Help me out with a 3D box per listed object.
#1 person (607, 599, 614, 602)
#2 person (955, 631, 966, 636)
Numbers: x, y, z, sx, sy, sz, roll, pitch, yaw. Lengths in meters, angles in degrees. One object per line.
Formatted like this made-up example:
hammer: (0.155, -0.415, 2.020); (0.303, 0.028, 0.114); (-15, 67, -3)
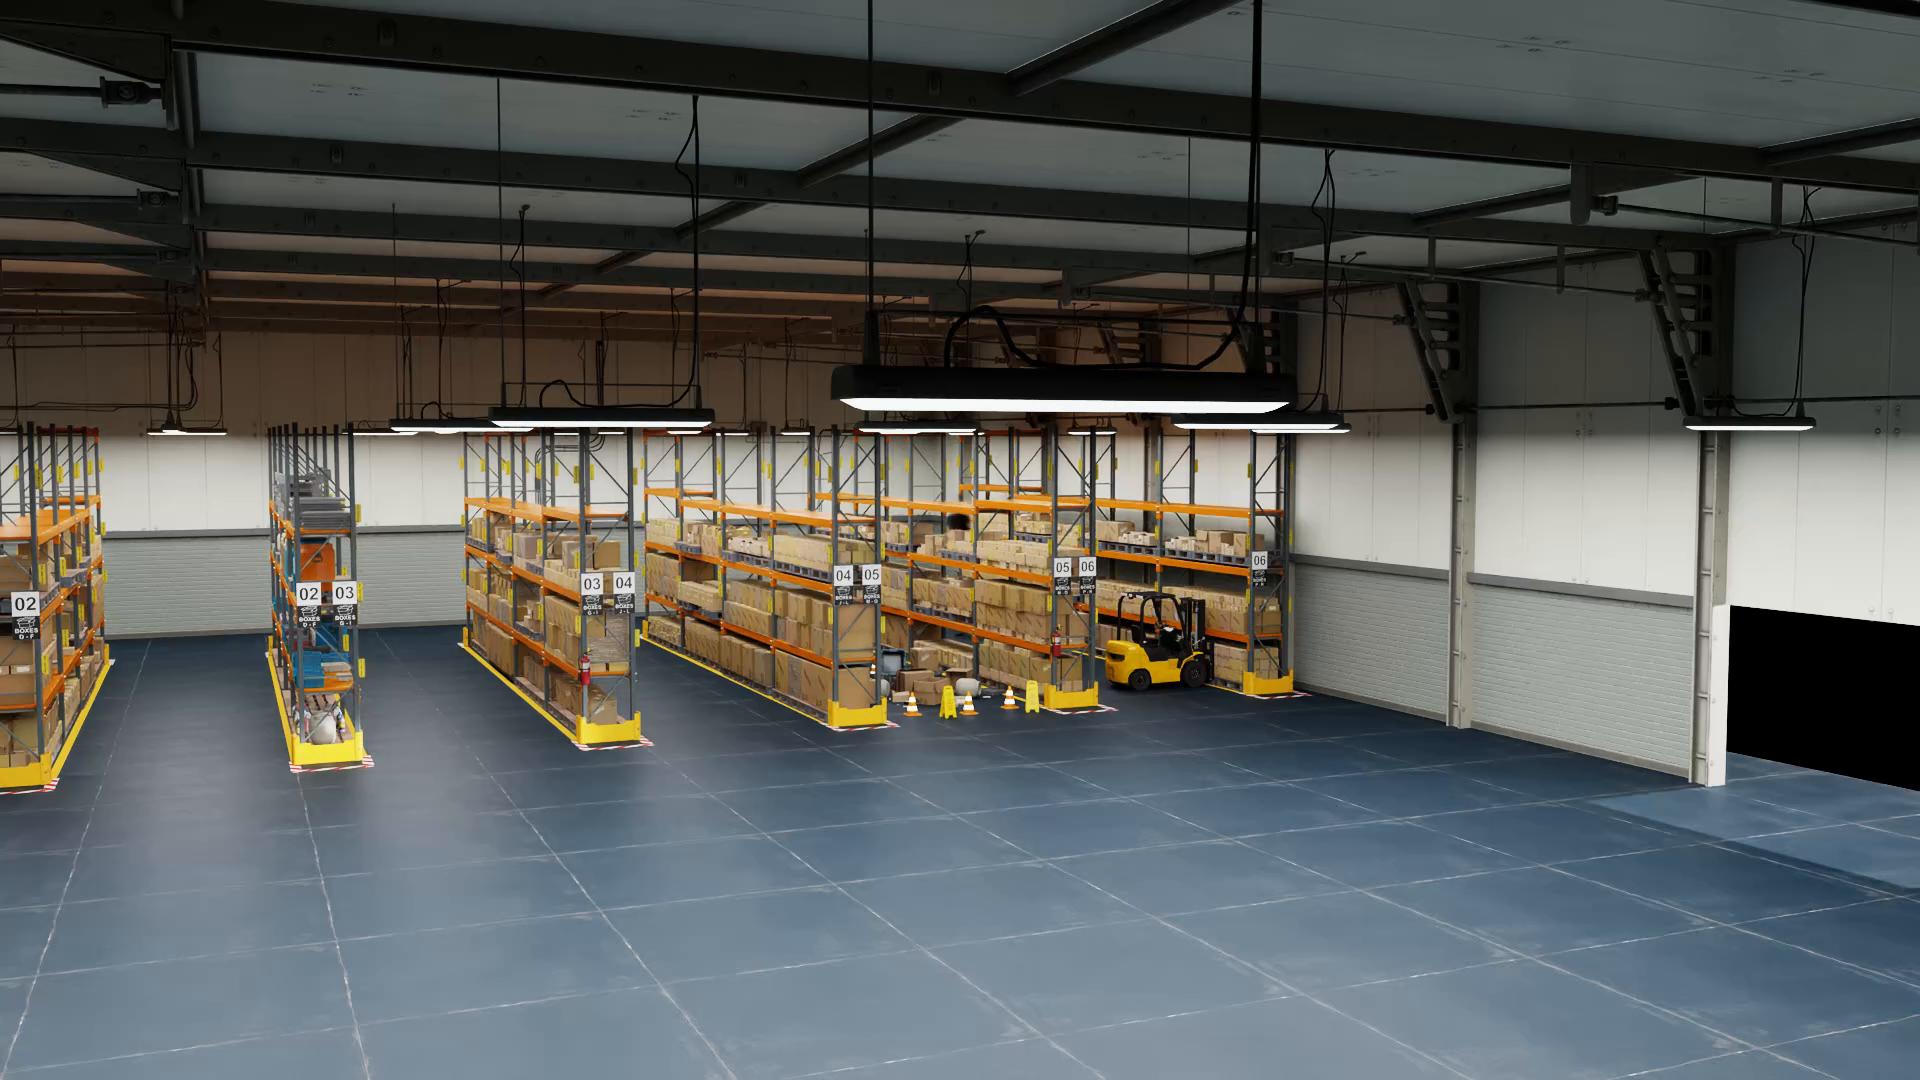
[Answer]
person: (-9.824, 1.995, 46.691); (0.661, 1.811, 0.831); (-1, 4, -15)
person: (0.033, 1.965, 48.103); (0.557, 1.661, 0.654); (2, 4, 34)
